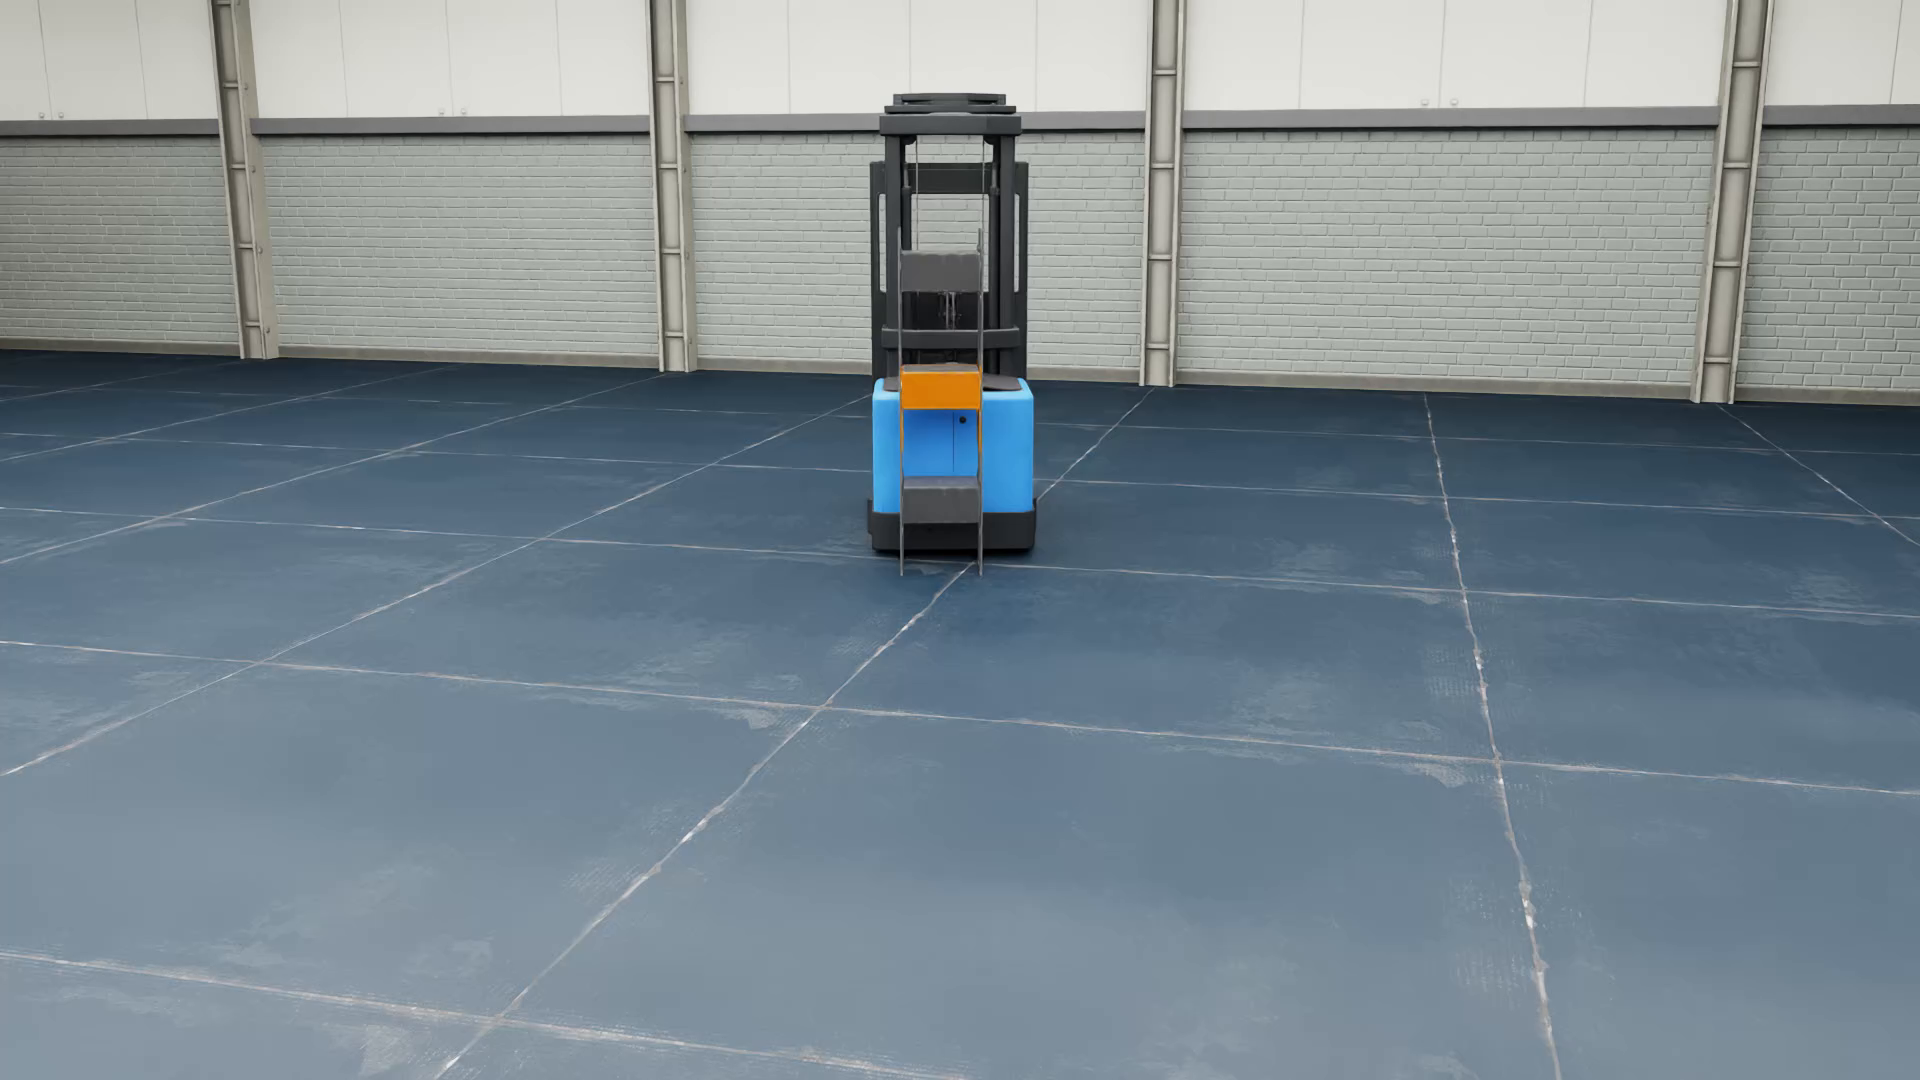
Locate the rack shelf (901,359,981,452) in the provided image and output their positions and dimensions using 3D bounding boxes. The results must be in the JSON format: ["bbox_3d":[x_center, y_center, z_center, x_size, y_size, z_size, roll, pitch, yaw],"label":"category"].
[{"bbox_3d":[-0.119,-0.827,10.178,0.480,0.518,0.431,0,13,-2],"label":"rack shelf"}]

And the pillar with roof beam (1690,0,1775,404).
[{"bbox_3d":[7.102,-4.989,12.945,0.400,9.000,9.100,3,13,14],"label":"pillar with roof beam"}]

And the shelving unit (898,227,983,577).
[{"bbox_3d":[-0.119,-0.841,10.175,0.503,2.100,0.431,0,13,-2],"label":"shelving unit"}]

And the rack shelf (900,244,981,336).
[{"bbox_3d":[-0.119,-1.511,10.027,0.480,0.518,0.431,0,13,-2],"label":"rack shelf"}]

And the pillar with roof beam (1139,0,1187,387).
[{"bbox_3d":[1.277,-5.300,14.348,0.400,9.000,9.100,3,13,14],"label":"pillar with roof beam"}]

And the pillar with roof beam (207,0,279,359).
[{"bbox_3d":[-10.373,-5.923,17.155,0.400,9.000,9.100,3,13,14],"label":"pillar with roof beam"}]

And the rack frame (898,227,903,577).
[{"bbox_3d":[-0.363,-0.839,10.168,0.015,2.100,0.400,0,13,-2],"label":"rack frame"}]

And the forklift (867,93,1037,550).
[{"bbox_3d":[-0.082,-1.628,11.806,1.130,2.935,3.031,0,13,-2],"label":"forklift"}]

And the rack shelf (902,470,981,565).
[{"bbox_3d":[-0.119,-0.144,10.330,0.480,0.518,0.431,0,13,-2],"label":"rack shelf"}]

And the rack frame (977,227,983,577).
[{"bbox_3d":[0.125,-0.842,10.182,0.015,2.100,0.400,0,13,-2],"label":"rack frame"}]

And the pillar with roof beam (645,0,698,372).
[{"bbox_3d":[-4.548,-5.612,15.751,0.400,9.000,9.100,3,13,14],"label":"pillar with roof beam"}]
